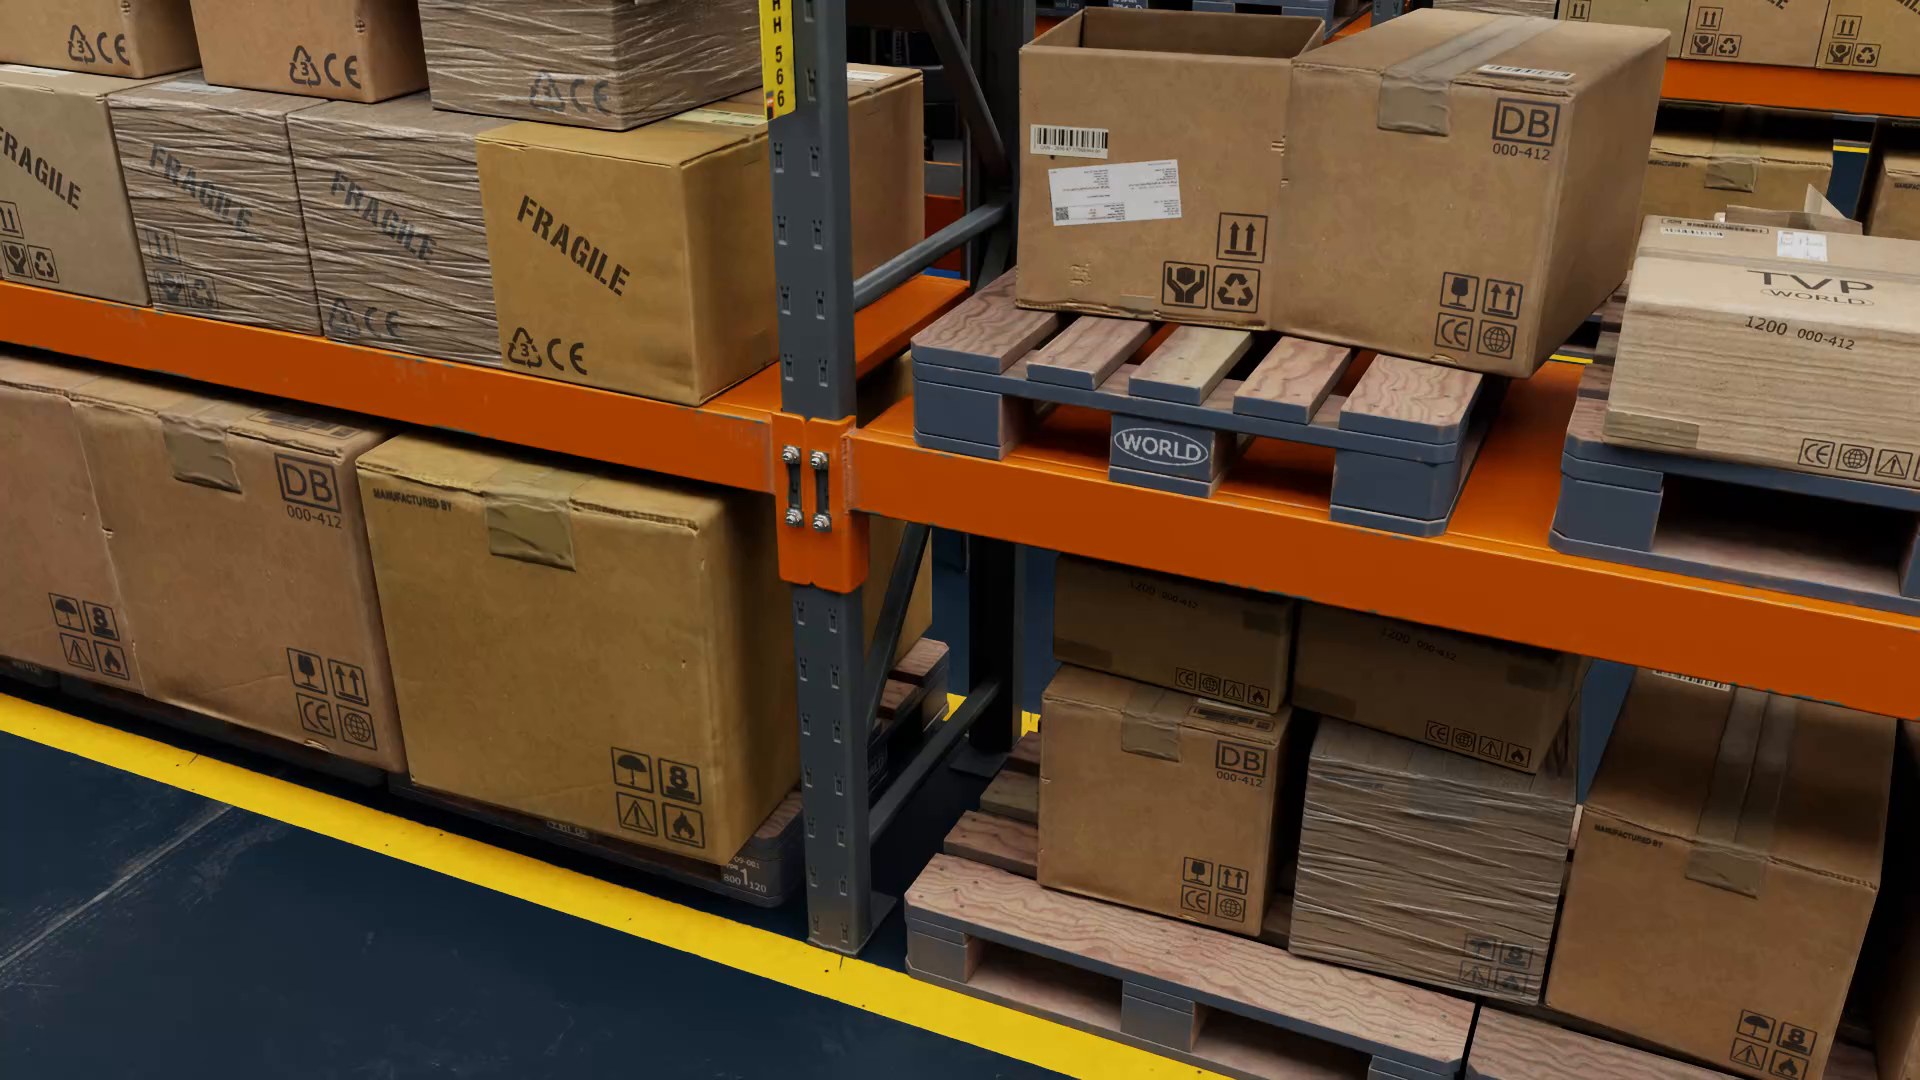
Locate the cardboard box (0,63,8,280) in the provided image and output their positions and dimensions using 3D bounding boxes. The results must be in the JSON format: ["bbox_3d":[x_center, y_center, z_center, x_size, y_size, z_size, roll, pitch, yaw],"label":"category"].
[{"bbox_3d":[-2.502,-1.007,4.286,0.500,0.500,0.500,11,28,21],"label":"cardboard box"}]

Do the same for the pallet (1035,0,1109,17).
[{"bbox_3d":[0.237,-2.834,8.327,1.213,0.211,1.003,11,28,22],"label":"pallet"}]

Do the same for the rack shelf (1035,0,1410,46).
[{"bbox_3d":[0.235,-2.617,8.485,4.000,0.370,1.077,11,28,22],"label":"rack shelf"}]

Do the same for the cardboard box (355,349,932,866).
[{"bbox_3d":[-0.709,0.032,4.220,0.875,0.875,1.225,10,28,19],"label":"cardboard box"}]

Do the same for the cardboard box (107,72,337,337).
[{"bbox_3d":[-1.567,-0.821,3.909,0.500,0.500,0.500,10,28,20],"label":"cardboard box"}]

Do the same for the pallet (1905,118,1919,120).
[{"bbox_3d":[6.945,-2.743,11.082,1.213,0.211,1.003,11,28,22],"label":"pallet"}]

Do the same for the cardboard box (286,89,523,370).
[{"bbox_3d":[-1.093,-0.728,3.719,0.500,0.500,0.500,11,28,21],"label":"cardboard box"}]

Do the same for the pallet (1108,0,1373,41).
[{"bbox_3d":[1.363,-2.576,7.803,1.003,0.211,1.213,11,28,22],"label":"pallet"}]

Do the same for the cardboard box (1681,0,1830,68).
[{"bbox_3d":[3.276,-2.244,6.800,0.500,0.500,0.500,11,28,22],"label":"cardboard box"}]

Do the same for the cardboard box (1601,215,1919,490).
[{"bbox_3d":[1.341,-0.321,2.700,0.500,0.250,0.500,11,28,20],"label":"cardboard box"}]

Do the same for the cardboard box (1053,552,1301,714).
[{"bbox_3d":[0.533,0.099,3.635,0.500,0.250,0.500,13,29,24],"label":"cardboard box"}]

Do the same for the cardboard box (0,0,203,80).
[{"bbox_3d":[-1.954,-1.474,4.099,0.637,0.503,0.797,12,29,23],"label":"cardboard box"}]

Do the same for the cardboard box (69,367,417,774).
[{"bbox_3d":[-1.517,-0.134,4.557,0.875,0.875,1.225,11,28,22],"label":"cardboard box"}]

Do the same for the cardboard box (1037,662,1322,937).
[{"bbox_3d":[0.529,0.440,3.792,0.500,0.500,0.700,10,28,19],"label":"cardboard box"}]

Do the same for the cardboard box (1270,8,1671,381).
[{"bbox_3d":[0.968,-0.687,3.162,0.500,0.500,0.700,16,30,29],"label":"cardboard box"}]

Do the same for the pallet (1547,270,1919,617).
[{"bbox_3d":[1.730,-0.167,2.911,1.213,0.211,1.003,11,28,22],"label":"pallet"}]

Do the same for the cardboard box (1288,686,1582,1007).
[{"bbox_3d":[1.039,0.536,3.597,0.500,0.500,0.700,9,28,18],"label":"cardboard box"}]

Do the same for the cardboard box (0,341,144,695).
[{"bbox_3d":[-2.326,-0.293,4.879,0.875,0.875,1.225,10,28,20],"label":"cardboard box"}]

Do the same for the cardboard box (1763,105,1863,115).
[{"bbox_3d":[5.886,-3.213,11.379,0.625,0.372,0.950,12,29,23],"label":"cardboard box"}]

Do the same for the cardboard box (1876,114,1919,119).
[{"bbox_3d":[6.520,-3.086,11.122,0.625,0.372,0.950,13,29,25],"label":"cardboard box"}]

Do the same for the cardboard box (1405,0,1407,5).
[{"bbox_3d":[3.418,-3.978,12.364,0.875,0.875,0.875,11,28,21],"label":"cardboard box"}]

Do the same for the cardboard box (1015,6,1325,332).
[{"bbox_3d":[0.419,-0.749,3.287,0.500,0.500,0.500,8,27,15],"label":"cardboard box"}]

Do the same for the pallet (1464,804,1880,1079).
[{"bbox_3d":[1.728,1.020,3.440,1.213,0.211,1.003,11,28,22],"label":"pallet"}]

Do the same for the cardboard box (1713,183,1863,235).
[{"bbox_3d":[1.540,-0.530,3.108,0.258,0.266,0.396,11,28,20],"label":"cardboard box"}]

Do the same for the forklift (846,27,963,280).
[{"bbox_3d":[-0.319,-2.140,6.778,1.130,2.935,3.031,-4,26,-8],"label":"forklift"}]

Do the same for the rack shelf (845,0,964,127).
[{"bbox_3d":[-0.134,-1.565,4.998,0.480,0.518,0.431,10,28,20],"label":"rack shelf"}]

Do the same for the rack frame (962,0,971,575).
[{"bbox_3d":[0.091,-0.908,5.217,0.015,2.100,0.400,10,28,20],"label":"rack frame"}]

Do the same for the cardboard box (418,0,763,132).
[{"bbox_3d":[-0.748,-1.234,3.611,0.637,0.503,0.797,12,29,24],"label":"cardboard box"}]

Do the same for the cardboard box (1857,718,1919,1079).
[{"bbox_3d":[2.066,0.739,3.185,0.500,0.500,0.700,9,28,17],"label":"cardboard box"}]

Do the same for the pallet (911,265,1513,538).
[{"bbox_3d":[0.603,-0.425,3.435,1.003,0.211,1.213,11,28,22],"label":"pallet"}]

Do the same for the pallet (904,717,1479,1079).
[{"bbox_3d":[0.621,0.796,3.894,1.213,0.211,1.003,11,28,22],"label":"pallet"}]

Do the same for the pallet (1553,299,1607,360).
[{"bbox_3d":[2.742,-1.149,7.845,1.213,0.211,1.003,11,28,22],"label":"pallet"}]

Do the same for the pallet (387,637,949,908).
[{"bbox_3d":[-0.776,0.478,4.540,1.213,0.211,1.003,11,28,22],"label":"pallet"}]

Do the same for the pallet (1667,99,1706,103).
[{"bbox_3d":[4.723,-3.189,11.988,1.213,0.211,1.003,11,28,22],"label":"pallet"}]

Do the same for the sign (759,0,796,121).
[{"bbox_3d":[-0.316,-0.894,2.860,0.005,0.325,0.100,11,28,22],"label":"sign"}]

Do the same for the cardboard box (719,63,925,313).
[{"bbox_3d":[-0.419,-0.842,3.951,0.500,0.500,0.500,12,29,23],"label":"cardboard box"}]

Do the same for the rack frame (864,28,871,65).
[{"bbox_3d":[-0.359,-0.991,5.385,0.015,2.100,0.400,10,28,20],"label":"rack frame"}]

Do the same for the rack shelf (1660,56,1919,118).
[{"bbox_3d":[3.876,-1.886,6.999,4.000,0.370,1.077,11,28,22],"label":"rack shelf"}]

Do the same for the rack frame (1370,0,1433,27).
[{"bbox_3d":[2.056,-2.574,7.583,0.127,3.000,1.000,11,28,22],"label":"rack frame"}]

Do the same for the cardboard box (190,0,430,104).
[{"bbox_3d":[-1.340,-1.354,3.855,0.637,0.503,0.797,12,29,23],"label":"cardboard box"}]

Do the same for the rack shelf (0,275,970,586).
[{"bbox_3d":[-1.910,-0.642,4.472,4.000,0.370,1.077,11,28,22],"label":"rack shelf"}]

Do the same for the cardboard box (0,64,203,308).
[{"bbox_3d":[-2.029,-0.915,4.099,0.500,0.500,0.500,12,29,23],"label":"cardboard box"}]

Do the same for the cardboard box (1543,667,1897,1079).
[{"bbox_3d":[1.558,0.637,3.392,0.500,0.500,0.700,14,29,26],"label":"cardboard box"}]

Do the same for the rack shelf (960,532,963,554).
[{"bbox_3d":[-0.134,-0.309,5.617,0.480,0.518,0.431,10,28,20],"label":"rack shelf"}]

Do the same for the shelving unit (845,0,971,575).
[{"bbox_3d":[-0.134,-0.949,5.301,0.503,2.100,0.431,10,28,20],"label":"shelving unit"}]

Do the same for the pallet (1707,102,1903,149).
[{"bbox_3d":[5.830,-2.965,11.534,1.213,0.211,1.003,11,28,22],"label":"pallet"}]

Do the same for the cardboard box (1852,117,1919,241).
[{"bbox_3d":[4.218,-1.277,7.020,0.750,0.750,1.050,11,28,22],"label":"cardboard box"}]

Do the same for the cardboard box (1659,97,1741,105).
[{"bbox_3d":[5.198,-3.354,11.665,0.625,0.372,0.950,11,28,21],"label":"cardboard box"}]

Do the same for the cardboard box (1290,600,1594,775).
[{"bbox_3d":[1.020,0.192,3.446,0.500,0.250,0.500,15,30,28],"label":"cardboard box"}]

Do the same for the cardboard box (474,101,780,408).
[{"bbox_3d":[-0.641,-0.634,3.529,0.500,0.500,0.500,12,29,23],"label":"cardboard box"}]

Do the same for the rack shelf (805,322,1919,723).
[{"bbox_3d":[1.731,0.090,2.986,4.000,0.370,1.077,11,28,22],"label":"rack shelf"}]

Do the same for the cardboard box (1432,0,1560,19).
[{"bbox_3d":[2.353,-2.429,7.174,0.500,0.500,0.500,12,29,22],"label":"cardboard box"}]

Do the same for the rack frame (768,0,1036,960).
[{"bbox_3d":[-0.089,-0.599,3.570,0.127,3.000,1.000,11,28,22],"label":"rack frame"}]

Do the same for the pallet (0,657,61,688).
[{"bbox_3d":[-2.997,0.032,5.446,1.213,0.211,1.003,11,28,22],"label":"pallet"}]

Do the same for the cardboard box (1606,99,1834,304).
[{"bbox_3d":[3.370,-1.448,7.366,0.750,0.750,1.050,12,29,23],"label":"cardboard box"}]

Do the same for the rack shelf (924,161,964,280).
[{"bbox_3d":[-0.134,-0.937,5.307,0.480,0.518,0.431,10,28,20],"label":"rack shelf"}]

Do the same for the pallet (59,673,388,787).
[{"bbox_3d":[-1.882,0.254,4.994,1.213,0.211,1.003,11,28,22],"label":"pallet"}]

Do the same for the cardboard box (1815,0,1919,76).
[{"bbox_3d":[3.728,-2.152,6.613,0.500,0.500,0.500,11,28,21],"label":"cardboard box"}]

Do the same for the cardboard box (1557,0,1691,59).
[{"bbox_3d":[2.817,-2.337,6.987,0.500,0.500,0.500,11,28,21],"label":"cardboard box"}]
